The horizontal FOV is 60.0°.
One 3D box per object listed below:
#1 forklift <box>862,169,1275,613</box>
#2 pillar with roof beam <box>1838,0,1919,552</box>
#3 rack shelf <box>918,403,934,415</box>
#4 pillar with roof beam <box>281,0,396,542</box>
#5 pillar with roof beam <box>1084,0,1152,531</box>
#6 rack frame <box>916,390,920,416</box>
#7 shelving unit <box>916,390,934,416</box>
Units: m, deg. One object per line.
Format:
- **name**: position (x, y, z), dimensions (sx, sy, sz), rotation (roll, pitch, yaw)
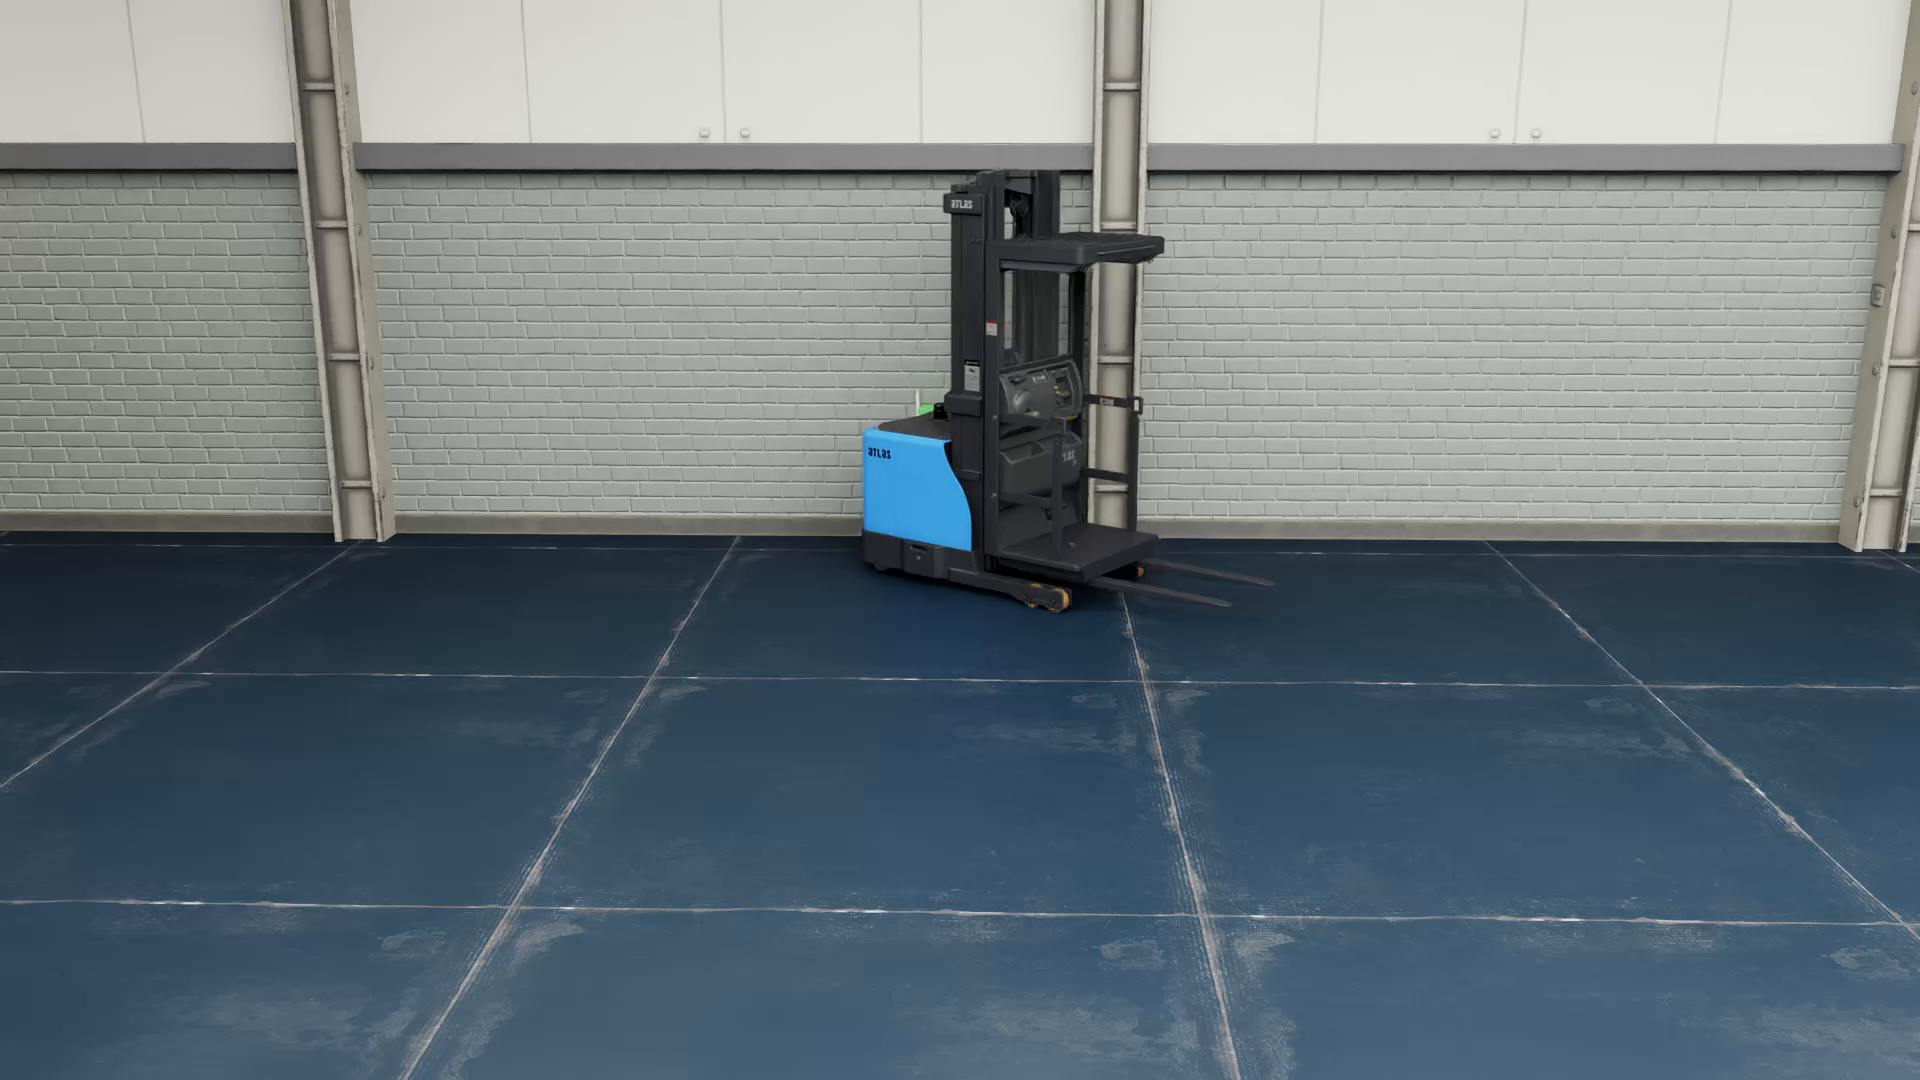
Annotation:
- **forklift**: position (0.745, -1.070, 11.651), dimensions (3.031, 2.935, 1.130), rotation (11, 18, 36)
- **pillar with roof beam**: position (7.087, -3.201, 7.833), dimensions (0.400, 9.000, 9.100), rotation (0, 15, 1)
- **rack shelf**: position (-0.084, -0.988, 13.085), dimensions (0.480, 0.148, 0.258), rotation (-1, 13, 1)
- **pillar with roof beam**: position (-4.909, -3.279, 8.129), dimensions (0.400, 9.000, 9.100), rotation (0, 15, 1)
- **pillar with roof beam**: position (1.089, -3.240, 7.981), dimensions (0.400, 9.000, 9.100), rotation (0, 15, 1)
- **rack frame**: position (-0.317, -0.578, 13.184), dimensions (0.015, 1.200, 0.240), rotation (-1, 13, 1)
- **shelving unit**: position (-0.074, -0.583, 13.181), dimensions (0.503, 1.200, 0.258), rotation (-1, 13, 1)
